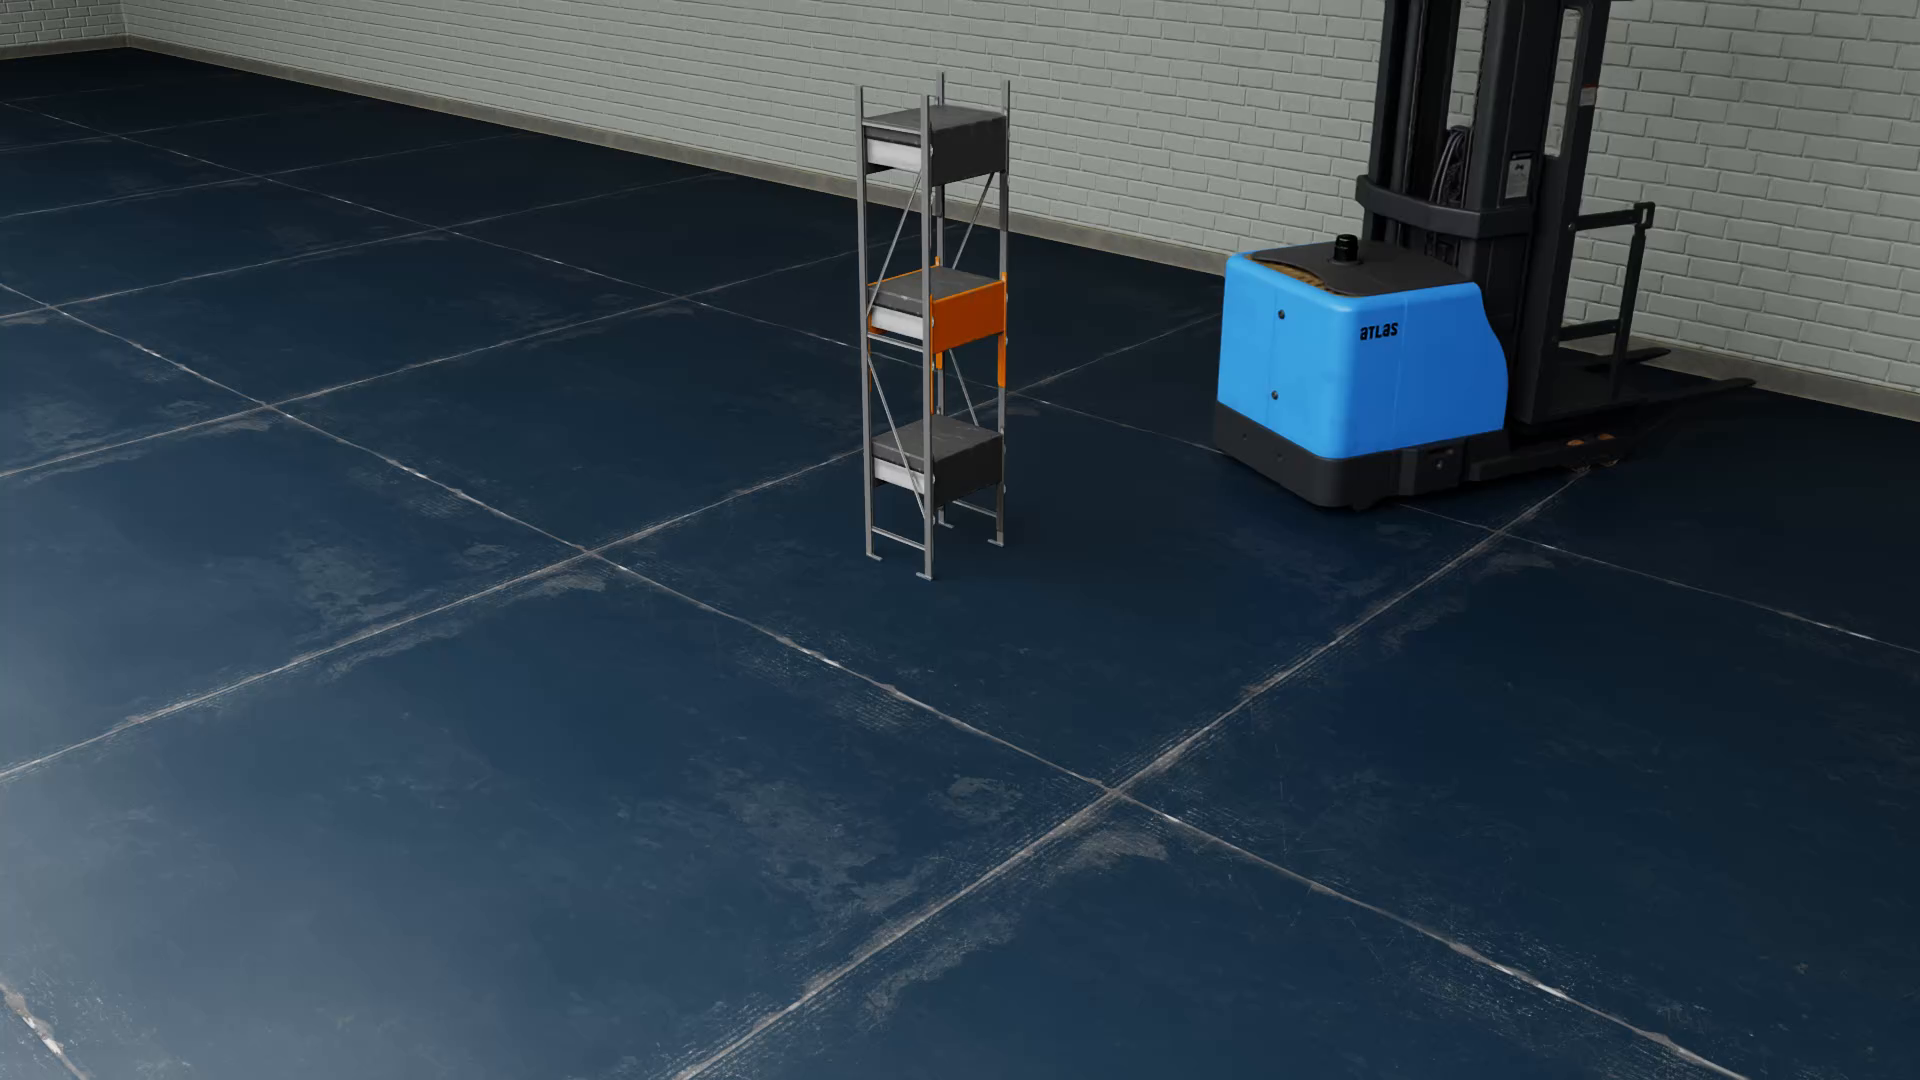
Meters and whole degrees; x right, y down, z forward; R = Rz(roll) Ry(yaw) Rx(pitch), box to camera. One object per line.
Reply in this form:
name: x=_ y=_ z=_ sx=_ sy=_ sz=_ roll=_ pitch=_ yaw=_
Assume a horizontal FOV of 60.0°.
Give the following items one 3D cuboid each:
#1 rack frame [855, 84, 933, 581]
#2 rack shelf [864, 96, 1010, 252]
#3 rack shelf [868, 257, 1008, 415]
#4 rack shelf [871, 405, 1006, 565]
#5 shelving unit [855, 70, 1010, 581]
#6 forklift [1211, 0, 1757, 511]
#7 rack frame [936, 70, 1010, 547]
rack frame: x=-0.273 y=-0.833 z=7.042 sx=0.400 sy=2.100 sz=0.015 roll=20 pitch=31 yaw=38
rack shelf: x=-0.110 y=-1.534 z=6.927 sx=0.431 sy=0.518 sz=0.480 roll=20 pitch=31 yaw=38
rack shelf: x=-0.110 y=-0.895 z=7.214 sx=0.431 sy=0.518 sz=0.480 roll=20 pitch=31 yaw=38
rack shelf: x=-0.110 y=-0.256 z=7.500 sx=0.431 sy=0.518 sz=0.480 roll=20 pitch=31 yaw=38
shelving unit: x=-0.110 y=-0.908 z=7.208 sx=0.431 sy=2.100 sz=0.503 roll=20 pitch=31 yaw=38
forklift: x=2.876 y=-1.868 z=8.334 sx=3.031 sy=2.935 sz=1.130 roll=-11 pitch=26 yaw=-23
rack frame: x=0.052 y=-0.982 z=7.374 sx=0.400 sy=2.100 sz=0.015 roll=20 pitch=31 yaw=38
